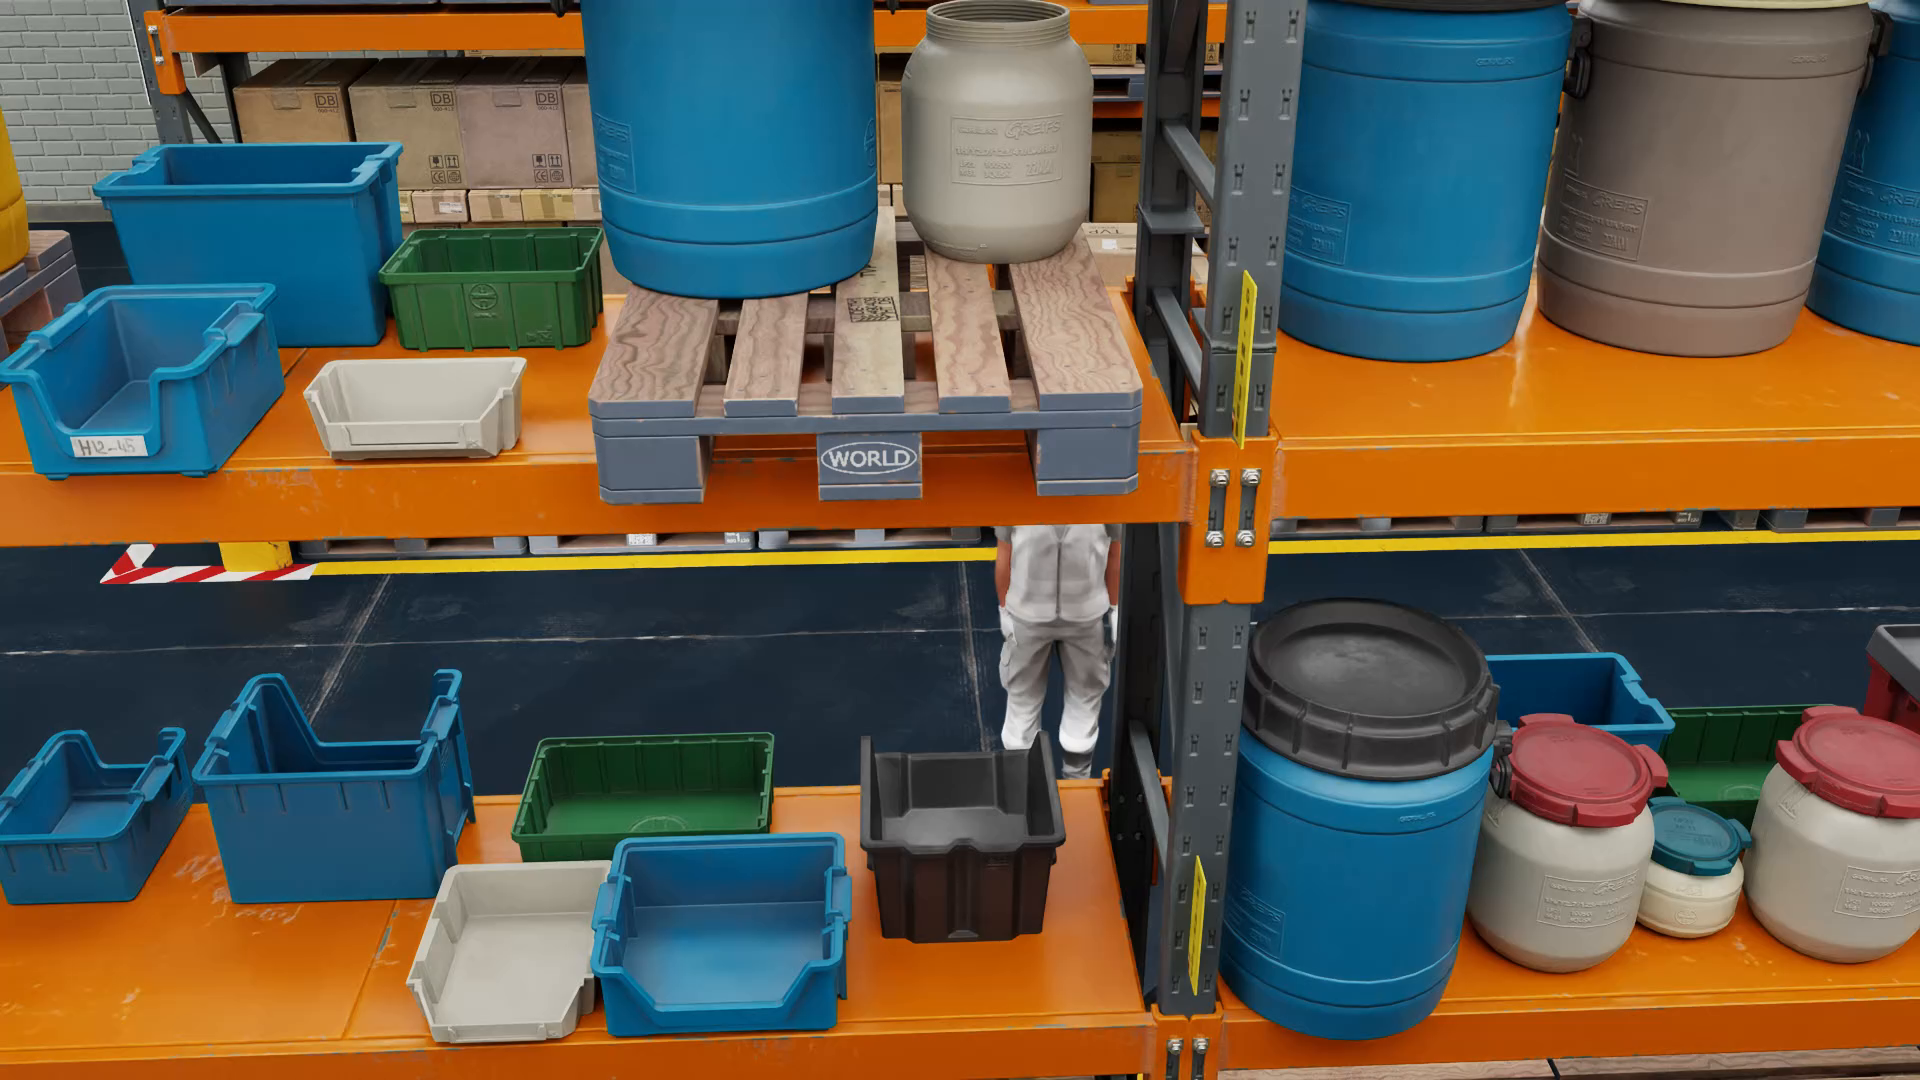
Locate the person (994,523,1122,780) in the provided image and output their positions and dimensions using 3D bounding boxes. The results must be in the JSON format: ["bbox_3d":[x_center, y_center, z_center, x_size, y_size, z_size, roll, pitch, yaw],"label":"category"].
[{"bbox_3d":[0.393,0.298,6.527,0.528,1.776,0.358,-1,27,-2],"label":"person"}]
